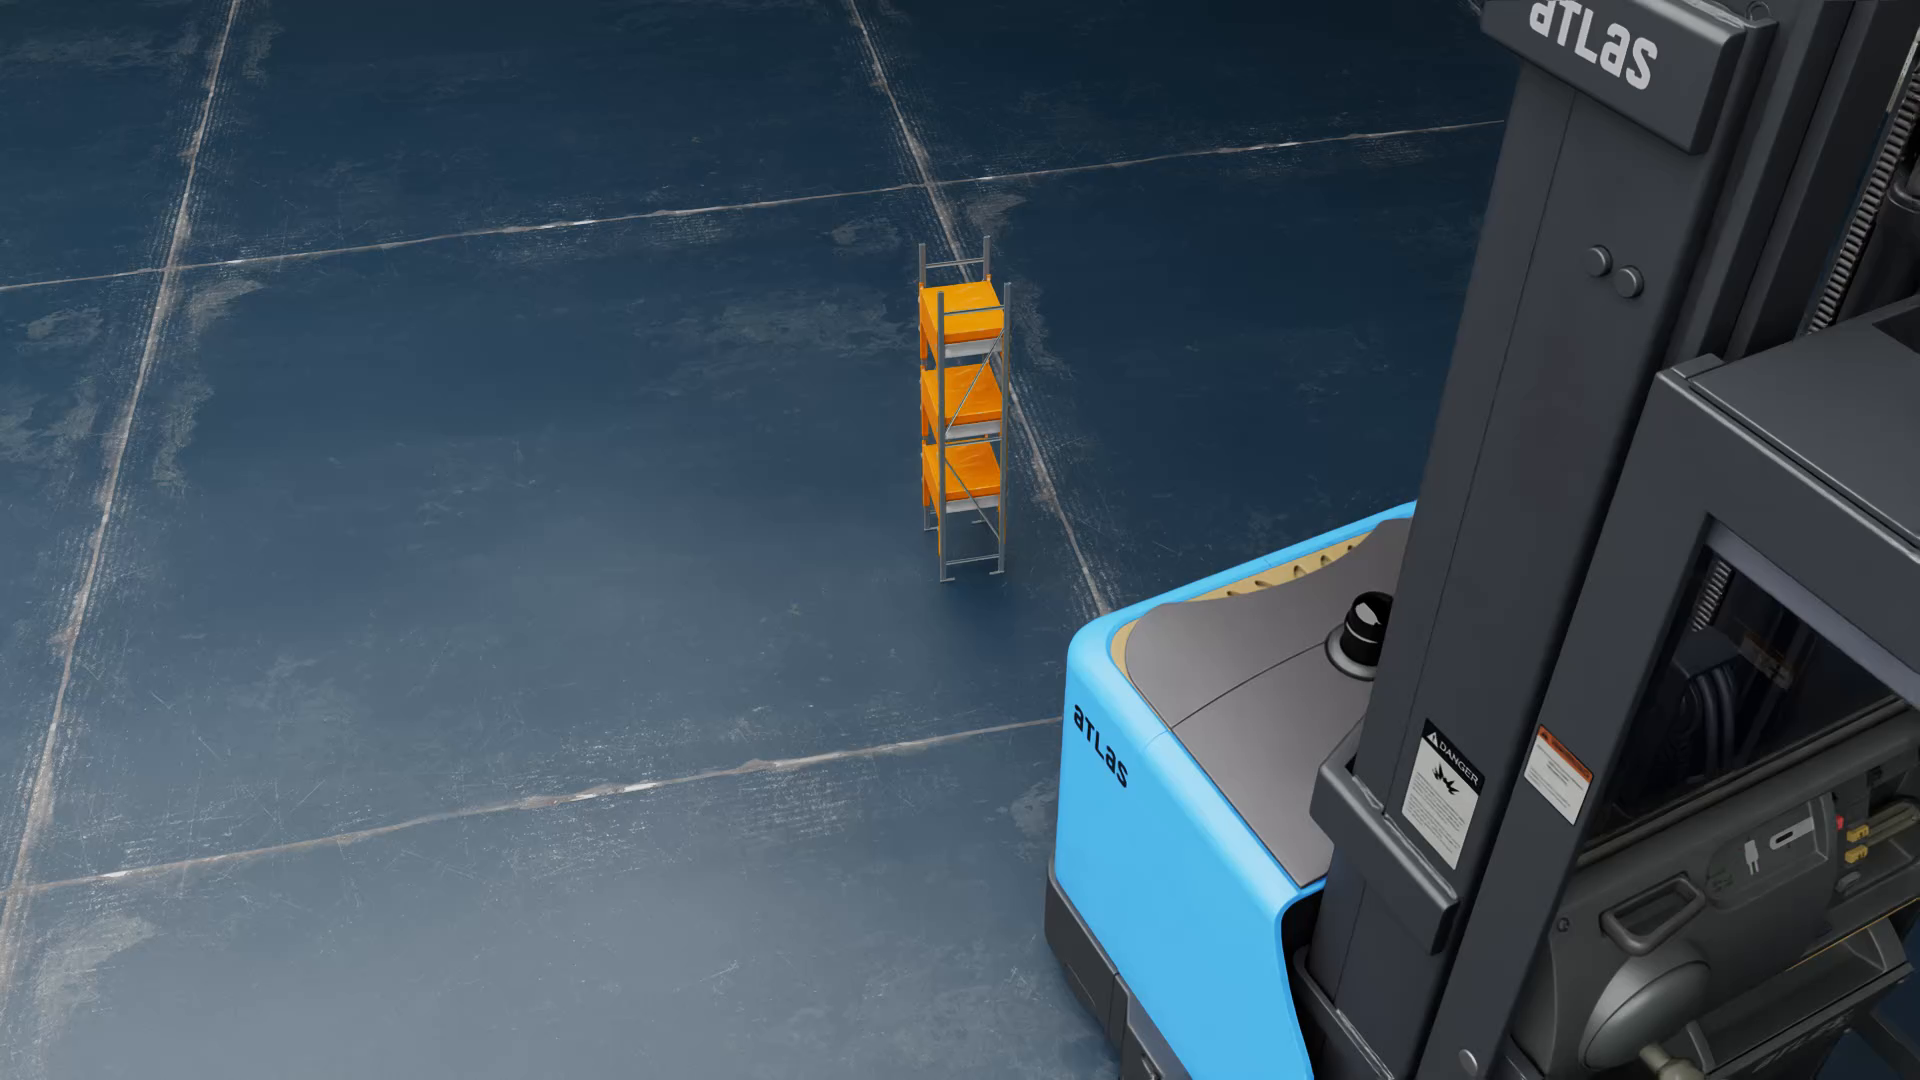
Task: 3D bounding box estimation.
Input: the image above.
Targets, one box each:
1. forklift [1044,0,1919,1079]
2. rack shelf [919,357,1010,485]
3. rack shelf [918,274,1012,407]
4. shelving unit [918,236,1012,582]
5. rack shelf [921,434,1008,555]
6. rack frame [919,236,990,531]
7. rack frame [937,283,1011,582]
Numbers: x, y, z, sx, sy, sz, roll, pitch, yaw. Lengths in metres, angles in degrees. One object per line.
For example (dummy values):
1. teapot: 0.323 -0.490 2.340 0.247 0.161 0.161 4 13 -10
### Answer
1. forklift: 1.330 0.612 2.352 1.130 2.935 3.031 -19 45 -20
2. rack shelf: 0.012 -0.350 4.869 0.215 0.259 0.240 -8 42 -9
3. rack shelf: 0.012 -0.562 4.681 0.215 0.259 0.240 -8 42 -9
4. shelving unit: 0.012 -0.358 4.862 0.215 1.050 0.252 -8 42 -9
5. rack shelf: 0.012 -0.142 5.054 0.215 0.259 0.240 -8 42 -9
6. rack frame: -0.015 -0.437 4.951 0.200 1.050 0.008 -8 42 -9
7. rack frame: 0.038 -0.279 4.773 0.200 1.050 0.008 -8 42 -9
